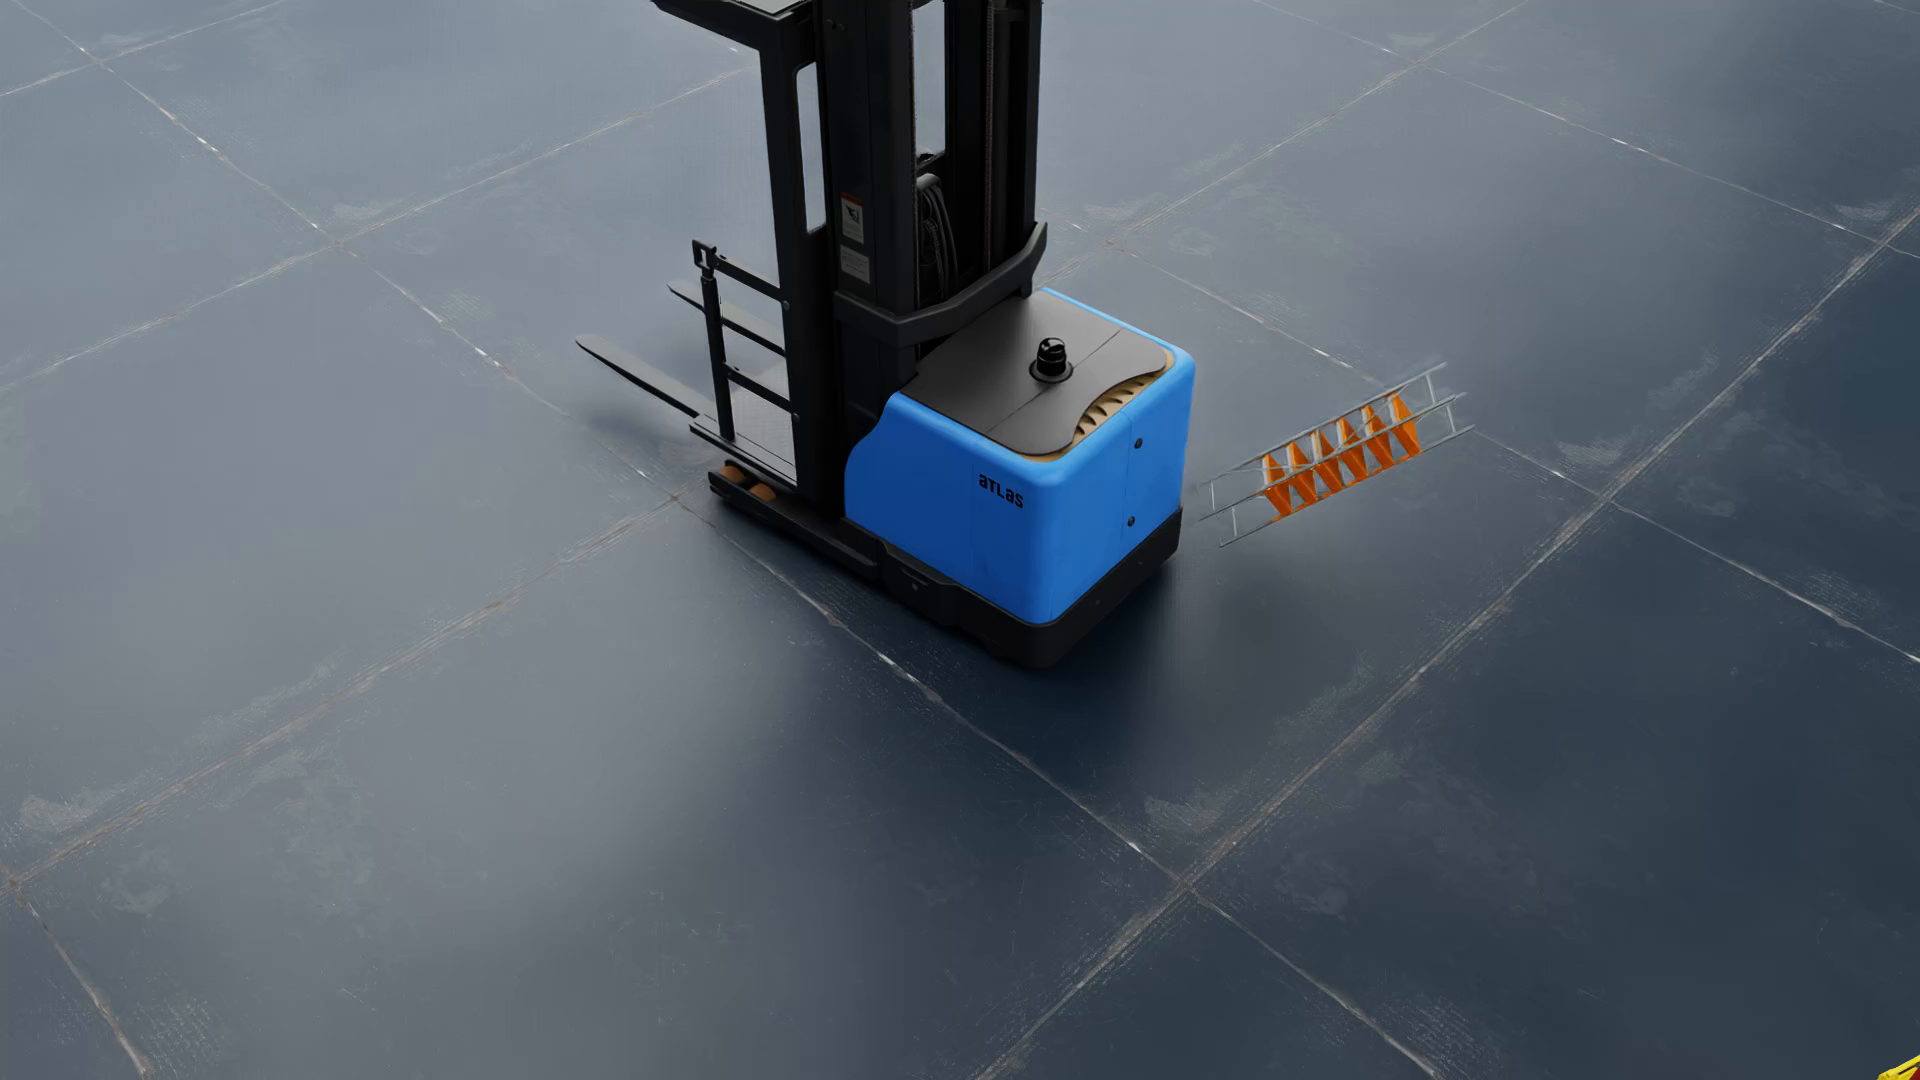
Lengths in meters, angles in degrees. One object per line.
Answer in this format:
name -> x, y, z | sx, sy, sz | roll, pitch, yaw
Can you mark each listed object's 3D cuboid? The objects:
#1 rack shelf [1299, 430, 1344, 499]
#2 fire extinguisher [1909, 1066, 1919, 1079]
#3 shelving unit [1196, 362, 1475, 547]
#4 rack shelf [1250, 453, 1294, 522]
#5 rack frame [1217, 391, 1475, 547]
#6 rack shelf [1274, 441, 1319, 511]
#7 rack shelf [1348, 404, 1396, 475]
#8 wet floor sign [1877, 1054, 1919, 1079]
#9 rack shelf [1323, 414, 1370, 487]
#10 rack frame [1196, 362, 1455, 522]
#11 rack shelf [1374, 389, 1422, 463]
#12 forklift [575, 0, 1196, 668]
rack shelf -> 1.542, -0.333, 7.119 | 0.103, 0.180, 0.258 | -27, 35, 26
fire extinguisher -> 2.373, 1.225, 3.888 | 0.296, 0.674, 0.183 | -34, 53, -31
shelving unit -> 1.577, -0.351, 7.099 | 1.200, 0.189, 0.258 | -27, 35, 26
rack shelf -> 1.350, -0.235, 7.225 | 0.103, 0.180, 0.258 | -27, 35, 26
rack frame -> 1.632, -0.296, 7.146 | 1.200, 0.006, 0.240 | -27, 35, 26
rack shelf -> 1.446, -0.284, 7.172 | 0.103, 0.180, 0.258 | -27, 35, 26
rack shelf -> 1.733, -0.432, 7.013 | 0.103, 0.180, 0.258 | -27, 35, 26
wet floor sign -> 2.751, 1.733, 5.016 | 0.267, 0.644, 0.232 | -18, 46, -18
rack shelf -> 1.637, -0.382, 7.066 | 0.103, 0.180, 0.258 | -27, 35, 26
rack frame -> 1.522, -0.407, 7.052 | 1.200, 0.006, 0.240 | -27, 35, 26
rack shelf -> 1.829, -0.481, 6.960 | 0.103, 0.180, 0.258 | -27, 35, 26
forklift -> -0.503, -1.409, 6.733 | 3.031, 2.935, 1.130 | 30, 50, 28
